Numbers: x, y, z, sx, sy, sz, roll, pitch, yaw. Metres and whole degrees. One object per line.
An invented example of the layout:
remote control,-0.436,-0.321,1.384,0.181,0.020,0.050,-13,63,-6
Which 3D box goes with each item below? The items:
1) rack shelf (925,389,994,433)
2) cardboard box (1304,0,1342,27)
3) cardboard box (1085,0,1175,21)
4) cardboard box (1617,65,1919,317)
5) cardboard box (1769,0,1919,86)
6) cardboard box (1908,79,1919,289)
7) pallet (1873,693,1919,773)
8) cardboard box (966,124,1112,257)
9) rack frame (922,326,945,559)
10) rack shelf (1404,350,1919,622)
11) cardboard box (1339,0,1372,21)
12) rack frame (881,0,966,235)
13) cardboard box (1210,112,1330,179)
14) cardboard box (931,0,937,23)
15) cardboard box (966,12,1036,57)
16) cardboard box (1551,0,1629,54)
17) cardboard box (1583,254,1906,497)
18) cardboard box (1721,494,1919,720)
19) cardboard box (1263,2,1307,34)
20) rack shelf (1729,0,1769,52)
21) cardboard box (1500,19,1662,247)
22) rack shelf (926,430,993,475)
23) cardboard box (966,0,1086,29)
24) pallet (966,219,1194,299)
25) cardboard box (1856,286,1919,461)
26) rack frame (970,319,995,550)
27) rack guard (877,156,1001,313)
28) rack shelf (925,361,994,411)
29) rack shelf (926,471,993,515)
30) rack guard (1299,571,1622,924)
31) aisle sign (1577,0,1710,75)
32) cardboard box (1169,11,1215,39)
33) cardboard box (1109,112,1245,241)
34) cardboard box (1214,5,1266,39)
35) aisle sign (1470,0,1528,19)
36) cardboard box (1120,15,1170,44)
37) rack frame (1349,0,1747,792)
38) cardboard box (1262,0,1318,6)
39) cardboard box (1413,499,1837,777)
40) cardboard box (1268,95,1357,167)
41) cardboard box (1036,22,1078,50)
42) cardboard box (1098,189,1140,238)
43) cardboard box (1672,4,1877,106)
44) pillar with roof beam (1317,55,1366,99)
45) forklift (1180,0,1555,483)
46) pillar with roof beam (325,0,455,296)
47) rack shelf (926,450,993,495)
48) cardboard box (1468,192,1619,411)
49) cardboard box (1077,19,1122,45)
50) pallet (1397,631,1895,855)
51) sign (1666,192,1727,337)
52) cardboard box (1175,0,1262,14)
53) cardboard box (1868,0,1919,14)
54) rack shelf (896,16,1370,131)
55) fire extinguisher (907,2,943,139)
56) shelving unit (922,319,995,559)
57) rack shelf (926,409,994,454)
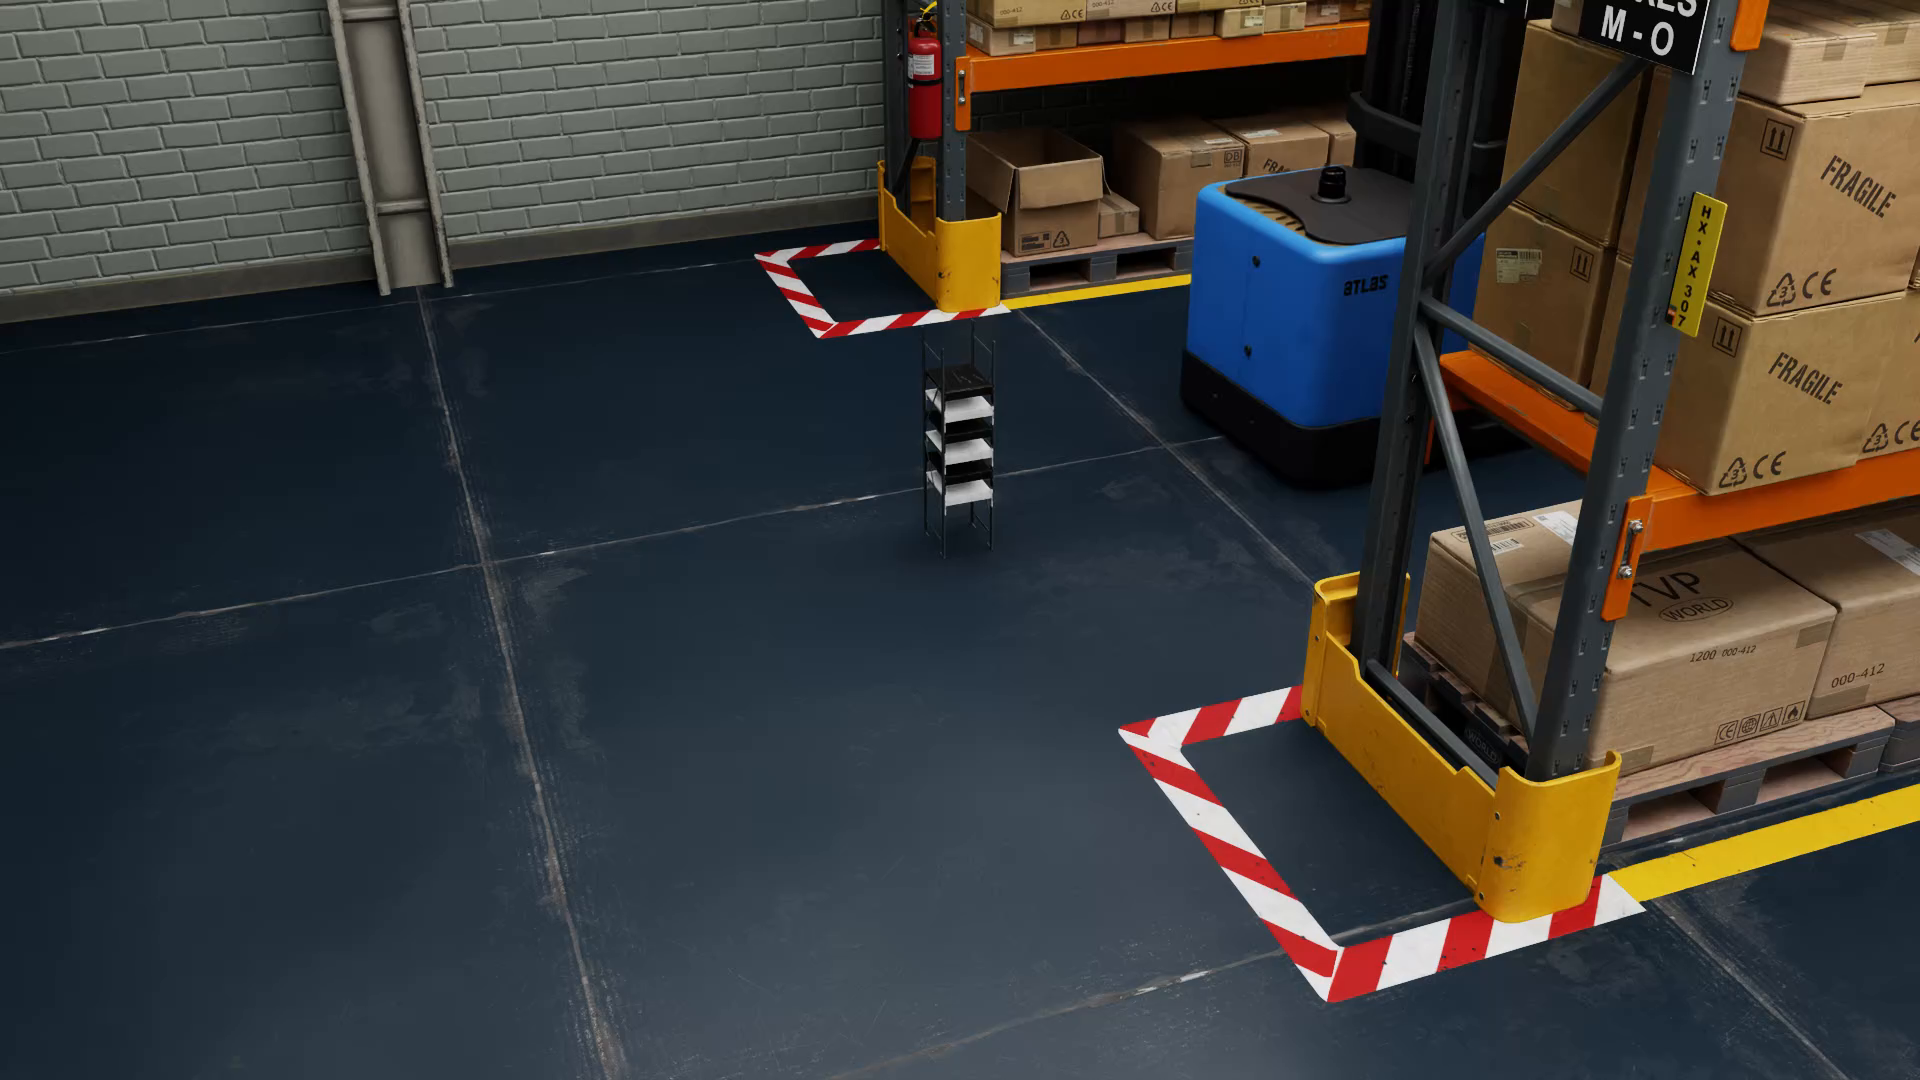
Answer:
rack shelf,-0.008,-0.517,6.452,0.200,0.077,0.258,-10,31,-18
cardboard box,1.886,-2.944,9.141,0.250,0.149,0.380,-11,31,-18
cardboard box,0.792,-2.897,8.656,0.500,0.250,0.500,-10,31,-17
cardboard box,2.084,-0.919,4.222,0.500,0.500,0.500,-11,32,-19
cardboard box,2.185,-1.261,4.168,0.250,0.149,0.380,-10,31,-16
cardboard box,2.565,-1.012,4.384,0.500,0.500,0.500,-11,32,-19
pallet,3.398,0.338,5.944,1.213,0.211,1.003,-10,31,-18
cardboard box,0.406,-1.952,9.244,0.637,0.503,0.797,-12,32,-20
rack frame,-0.103,-0.372,6.494,0.006,0.900,0.240,-10,31,-18
rack shelf,3.409,-0.523,5.365,4.000,0.370,1.077,-10,31,-18
cardboard box,2.101,-3.008,9.254,0.250,0.149,0.380,-10,31,-17
rack frame,-0.200,-2.793,8.622,0.127,3.000,1.000,-10,31,-18
cardboard box,1.752,-2.125,9.551,0.500,0.500,0.500,-10,31,-17
cardboard box,0.017,-2.865,9.003,0.250,0.149,0.380,-11,31,-18
cardboard box,0.204,-2.613,8.560,0.250,0.149,0.380,-11,31,-18
cardboard box,1.801,-1.405,4.420,0.250,0.149,0.380,-10,31,-17
cardboard box,2.084,-0.484,4.468,0.500,0.500,0.500,-11,31,-18
cardboard box,2.973,0.118,5.677,0.875,0.438,0.875,-10,31,-16
cardboard box,1.668,-2.867,9.007,0.250,0.149,0.380,-10,31,-16
rack shelf,3.409,-1.827,4.622,4.000,0.370,1.077,-10,31,-18
cardboard box,1.903,-1.162,4.649,0.500,0.500,0.500,-9,31,-16
rack shelf,-0.008,-0.361,6.541,0.200,0.077,0.258,-10,31,-18
cardboard box,0.319,-2.810,8.504,0.500,0.250,0.500,-10,31,-17
pallet,0.618,-1.732,9.578,1.213,0.211,1.003,-10,31,-18
cardboard box,2.549,-0.584,4.644,0.500,0.500,0.500,-11,31,-18
rack frame,0.088,-0.407,6.556,0.006,0.900,0.240,-10,31,-18
rack guard,-0.129,-1.720,9.264,0.348,0.500,1.175,-10,31,-18
rack shelf,-0.008,-0.595,6.408,0.200,0.077,0.258,-10,31,-18
rack shelf,-0.008,-0.204,6.630,0.200,0.077,0.258,-10,31,-18
rack guard,1.512,0.600,5.192,0.348,0.500,1.175,-10,31,-18
aisle sign,1.568,-1.473,3.679,0.004,0.787,0.394,-10,31,-18
cardboard box,1.166,-2.804,8.895,0.250,0.149,0.380,-10,31,-17
cardboard box,1.221,-2.080,9.472,0.500,0.500,0.700,-9,31,-16
cardboard box,1.429,-2.812,8.910,0.250,0.149,0.380,-11,32,-19
aisle sign,1.359,-1.752,4.168,0.004,0.787,0.394,-10,31,-18
cardboard box,0.919,-2.755,8.810,0.250,0.149,0.380,-9,31,-16
rack frame,1.534,-0.491,4.581,0.127,3.000,1.000,-10,31,-18
cardboard box,1.738,-3.085,8.985,0.500,0.250,0.500,-11,32,-19
cardboard box,2.118,0.280,5.393,0.875,0.438,0.875,-12,32,-19
cardboard box,2.194,-2.260,9.787,0.500,0.500,0.700,-12,32,-19
cardboard box,0.426,-2.679,8.675,0.250,0.149,0.380,-10,31,-16
cardboard box,0.818,-1.854,9.429,0.250,0.149,0.380,-12,32,-20
cardboard box,1.964,-1.183,4.030,0.250,0.149,0.380,-10,31,-17
pillar with roof beam,4.083,-4.391,5.366,0.400,9.000,9.100,-10,31,-18
forklift,2.592,-1.993,7.288,3.031,2.935,1.130,-13,32,-21
pillar with roof beam,-1.540,-3.355,3.548,0.400,9.000,9.100,-10,31,-18
rack shelf,-0.008,-0.282,6.586,0.200,0.077,0.258,-10,31,-18
cardboard box,1.894,-0.740,4.918,0.500,0.500,0.500,-10,31,-17
cardboard box,0.660,-2.740,8.783,0.250,0.149,0.380,-11,31,-18
pallet,2.257,0.547,5.577,1.213,0.211,1.003,-10,31,-18
sign,1.722,-0.643,3.893,0.005,0.325,0.100,-10,31,-18
cardboard box,1.266,-2.986,8.813,0.500,0.250,0.500,-11,31,-19
cardboard box,2.468,-1.253,4.153,0.250,0.149,0.380,-9,31,-16
rack shelf,1.675,-2.826,9.406,4.000,0.370,1.077,-10,31,-18
fire extinguisher,-0.177,-2.357,8.312,0.183,0.674,0.296,-10,31,-18
shelving unit,-0.008,-0.390,6.525,0.210,0.900,0.258,-10,31,-18
rack shelf,-0.008,-0.439,6.497,0.200,0.077,0.258,-10,31,-18
